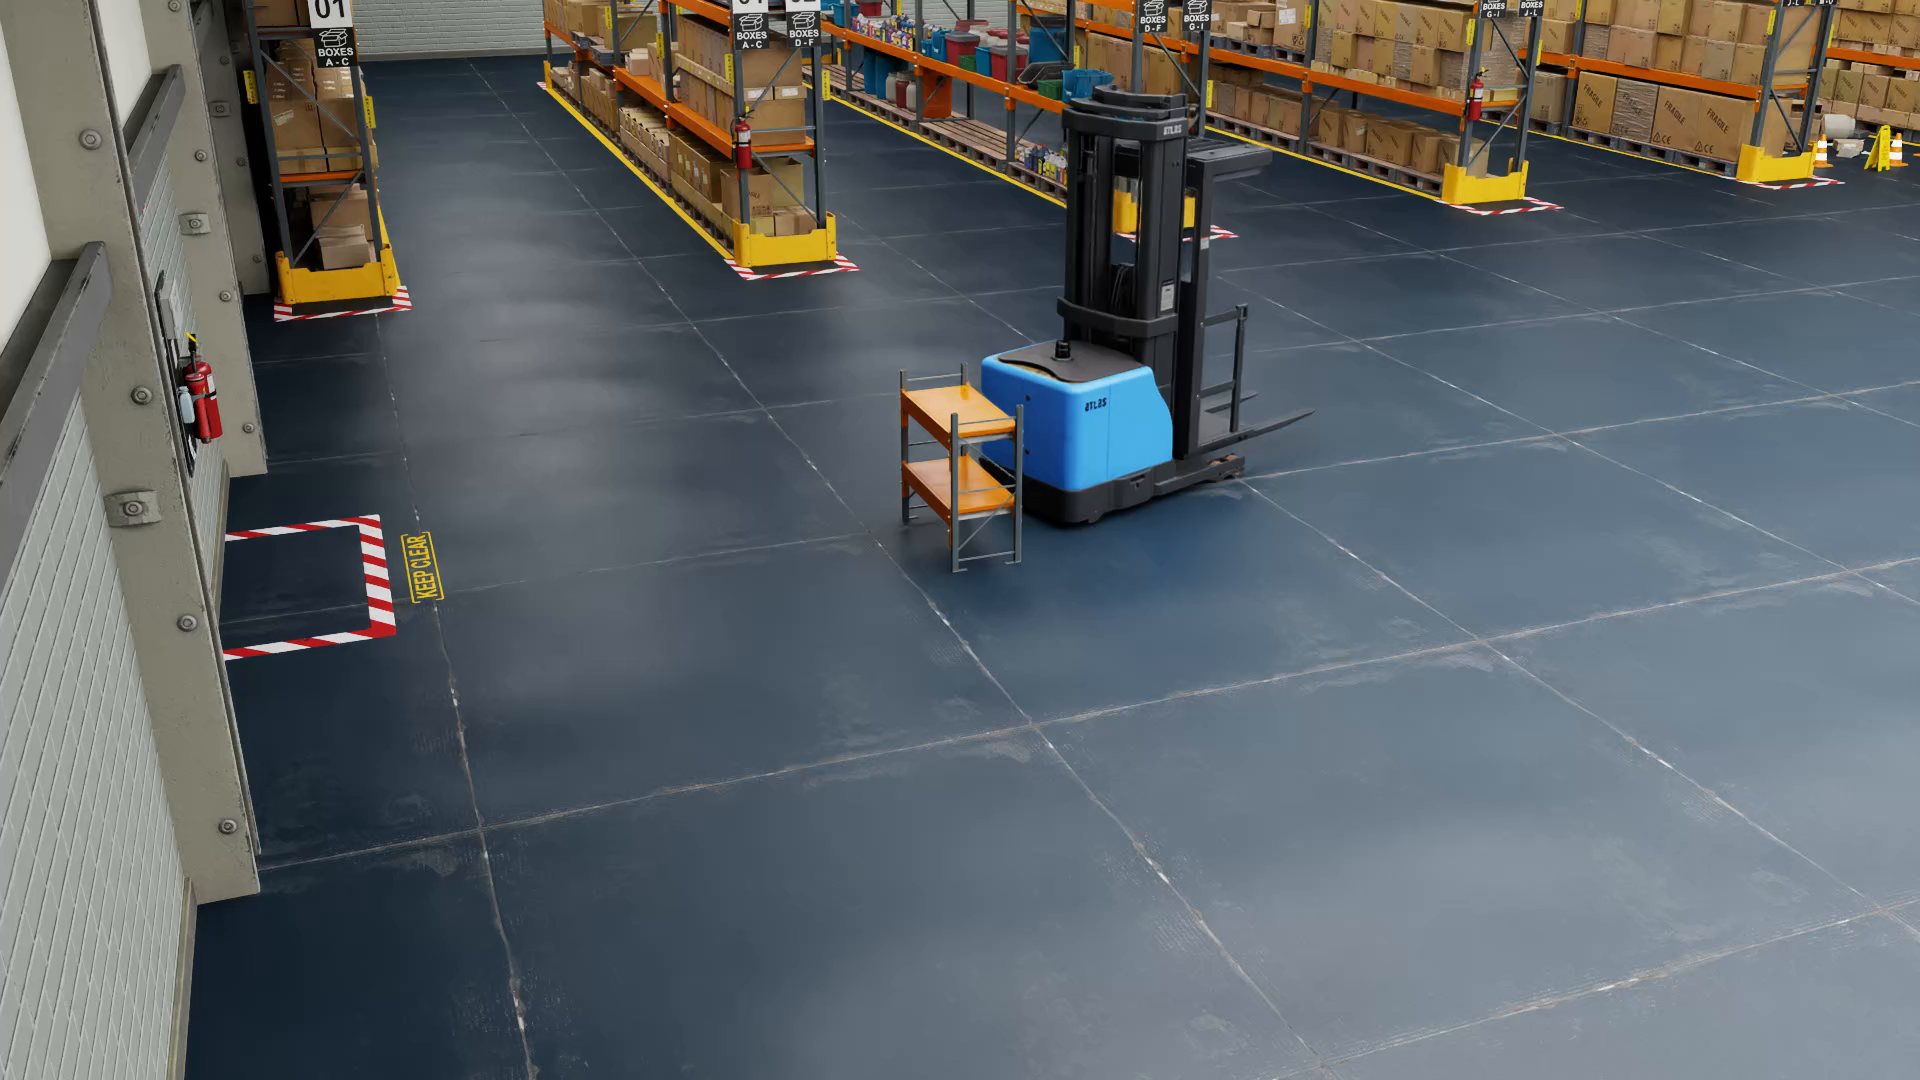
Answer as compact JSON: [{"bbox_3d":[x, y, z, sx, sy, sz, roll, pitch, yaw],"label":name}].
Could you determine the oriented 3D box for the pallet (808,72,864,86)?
[{"bbox_3d":[-2.391,-9.141,33.165,1.003,0.211,1.213,-8,24,-19],"label":"pallet"}]

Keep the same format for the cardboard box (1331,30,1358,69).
[{"bbox_3d":[6.044,-7.317,24.737,0.875,0.500,0.500,-8,24,-19],"label":"cardboard box"}]

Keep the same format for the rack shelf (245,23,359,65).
[{"bbox_3d":[-7.396,-5.778,18.660,1.077,0.370,4.000,-8,24,-19],"label":"rack shelf"}]

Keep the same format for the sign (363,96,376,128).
[{"bbox_3d":[-6.182,-4.474,17.387,0.100,0.325,0.005,-8,24,-19],"label":"sign"}]

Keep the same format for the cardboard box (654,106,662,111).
[{"bbox_3d":[-4.467,-6.616,25.863,0.500,0.311,0.500,-8,24,-18],"label":"cardboard box"}]

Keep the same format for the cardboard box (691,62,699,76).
[{"bbox_3d":[-3.194,-5.984,21.122,0.380,0.149,0.250,-9,25,-21],"label":"cardboard box"}]

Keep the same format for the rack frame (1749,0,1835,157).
[{"bbox_3d":[11.888,-6.683,23.744,1.000,3.000,0.127,-8,24,-19],"label":"rack frame"}]

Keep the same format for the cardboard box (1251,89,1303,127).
[{"bbox_3d":[5.254,-7.148,27.500,0.700,0.500,0.500,-11,25,-24],"label":"cardboard box"}]

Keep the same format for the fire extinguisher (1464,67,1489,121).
[{"bbox_3d":[6.822,-5.899,21.982,0.296,0.674,0.183,-8,24,-19],"label":"fire extinguisher"}]

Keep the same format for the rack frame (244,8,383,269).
[{"bbox_3d":[-6.689,-4.000,17.379,1.000,3.000,0.127,-8,24,-19],"label":"rack frame"}]

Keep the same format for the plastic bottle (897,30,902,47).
[{"bbox_3d":[-1.032,-8.565,28.375,0.097,0.271,0.097,0,23,0],"label":"plastic bottle"}]

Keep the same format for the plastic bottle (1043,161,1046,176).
[{"bbox_3d":[1.208,-5.201,23.265,0.097,0.201,0.097,0,23,0],"label":"plastic bottle"}]

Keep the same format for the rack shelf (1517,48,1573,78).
[{"bbox_3d":[9.769,-8.531,29.056,1.077,0.370,4.000,-8,24,-19],"label":"rack shelf"}]

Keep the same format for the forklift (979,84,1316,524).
[{"bbox_3d":[1.582,-1.929,12.553,3.031,2.935,1.130,-19,29,-37],"label":"forklift"}]

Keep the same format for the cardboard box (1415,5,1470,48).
[{"bbox_3d":[6.605,-7.030,22.768,0.500,0.500,0.500,-8,24,-19],"label":"cardboard box"}]

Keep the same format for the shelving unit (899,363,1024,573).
[{"bbox_3d":[-0.002,-0.521,11.537,0.538,1.125,1.048,-8,24,-19],"label":"shelving unit"}]

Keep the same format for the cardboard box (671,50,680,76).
[{"bbox_3d":[-3.912,-6.653,23.545,0.500,0.500,0.500,-7,24,-15],"label":"cardboard box"}]

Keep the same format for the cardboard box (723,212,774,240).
[{"bbox_3d":[-2.522,-3.762,19.813,0.500,0.250,0.500,-8,24,-19],"label":"cardboard box"}]

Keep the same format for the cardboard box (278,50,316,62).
[{"bbox_3d":[-8.441,-6.096,21.656,0.700,0.500,0.500,-6,24,-14],"label":"cardboard box"}]

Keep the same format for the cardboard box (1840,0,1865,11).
[{"bbox_3d":[15.183,-9.118,27.722,0.700,0.500,0.500,-8,24,-19],"label":"cardboard box"}]

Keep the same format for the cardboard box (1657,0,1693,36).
[{"bbox_3d":[11.133,-7.974,25.223,0.875,0.550,0.500,-8,24,-19],"label":"cardboard box"}]

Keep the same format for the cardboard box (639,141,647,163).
[{"bbox_3d":[-4.424,-5.727,24.475,0.500,0.250,0.500,-8,24,-18],"label":"cardboard box"}]

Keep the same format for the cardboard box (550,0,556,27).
[{"bbox_3d":[-7.437,-9.974,31.423,0.500,0.500,0.500,-8,24,-19],"label":"cardboard box"}]

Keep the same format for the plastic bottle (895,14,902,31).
[{"bbox_3d":[-1.099,-9.321,30.066,0.144,0.351,0.185,-8,24,-19],"label":"plastic bottle"}]

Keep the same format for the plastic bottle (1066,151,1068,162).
[{"bbox_3d":[1.601,-5.467,23.799,0.152,0.276,0.135,-8,24,-19],"label":"plastic bottle"}]

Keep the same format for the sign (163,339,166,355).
[{"bbox_3d":[-4.683,-1.101,9.772,0.001,0.109,0.331,-8,24,-19],"label":"sign"}]

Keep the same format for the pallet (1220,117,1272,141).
[{"bbox_3d":[5.088,-6.934,27.930,1.003,0.211,1.213,-8,24,-19],"label":"pallet"}]

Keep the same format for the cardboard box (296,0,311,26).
[{"bbox_3d":[-6.574,-5.594,17.143,0.500,0.500,0.500,-8,24,-18],"label":"cardboard box"}]

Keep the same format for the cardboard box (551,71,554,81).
[{"bbox_3d":[-7.794,-9.102,32.564,0.380,0.166,0.250,-8,24,-19],"label":"cardboard box"}]

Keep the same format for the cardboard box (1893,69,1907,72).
[{"bbox_3d":[15.712,-7.761,28.337,0.500,0.500,0.500,-8,24,-18],"label":"cardboard box"}]

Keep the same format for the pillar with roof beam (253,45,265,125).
[{"bbox_3d":[-7.958,-11.851,28.282,9.100,9.000,0.400,-8,24,-19],"label":"pillar with roof beam"}]

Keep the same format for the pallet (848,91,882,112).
[{"bbox_3d":[-1.427,-8.149,30.812,1.003,0.211,1.213,-8,24,-19],"label":"pallet"}]

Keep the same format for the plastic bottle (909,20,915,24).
[{"bbox_3d":[-0.864,-9.199,29.873,0.152,0.276,0.135,-8,24,-19],"label":"plastic bottle"}]

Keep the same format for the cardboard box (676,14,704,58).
[{"bbox_3d":[-3.307,-6.618,21.791,0.700,0.500,0.500,-8,24,-19],"label":"cardboard box"}]

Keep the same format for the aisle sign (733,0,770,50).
[{"bbox_3d":[-2.308,-5.815,18.337,0.394,0.787,0.004,-8,24,-19],"label":"aisle sign"}]

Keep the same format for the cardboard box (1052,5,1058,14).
[{"bbox_3d":[2.105,-10.816,33.874,0.380,0.149,0.250,-9,24,-20],"label":"cardboard box"}]

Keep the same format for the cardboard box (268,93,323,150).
[{"bbox_3d":[-7.055,-4.428,17.595,0.500,0.500,0.500,-9,24,-20],"label":"cardboard box"}]

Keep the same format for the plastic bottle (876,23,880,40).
[{"bbox_3d":[-1.429,-8.973,29.344,0.097,0.271,0.097,0,23,0],"label":"plastic bottle"}]

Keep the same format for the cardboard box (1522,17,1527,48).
[{"bbox_3d":[9.684,-8.702,28.407,0.500,0.500,0.500,-8,24,-18],"label":"cardboard box"}]

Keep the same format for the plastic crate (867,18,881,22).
[{"bbox_3d":[-1.691,-9.815,31.436,0.396,0.136,0.243,-8,24,-19],"label":"plastic crate"}]

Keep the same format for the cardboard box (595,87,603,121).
[{"bbox_3d":[-5.806,-7.324,27.918,0.500,0.500,0.500,-9,25,-21],"label":"cardboard box"}]

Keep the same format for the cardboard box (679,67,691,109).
[{"bbox_3d":[-3.307,-6.020,22.043,0.700,0.500,0.500,-9,24,-20],"label":"cardboard box"}]

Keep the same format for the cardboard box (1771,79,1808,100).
[{"bbox_3d":[14.883,-8.025,29.771,0.950,0.372,0.625,-8,24,-18],"label":"cardboard box"}]

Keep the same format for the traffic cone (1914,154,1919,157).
[{"bbox_3d":[15.125,-6.209,25.886,0.336,0.463,0.334,-8,24,-19],"label":"traffic cone"}]

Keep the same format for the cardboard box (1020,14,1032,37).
[{"bbox_3d":[1.861,-10.846,35.815,0.875,0.875,0.875,-8,24,-19],"label":"cardboard box"}]

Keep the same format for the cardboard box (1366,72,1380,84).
[{"bbox_3d":[6.136,-6.714,24.141,0.380,0.149,0.250,-8,24,-19],"label":"cardboard box"}]

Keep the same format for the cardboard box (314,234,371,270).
[{"bbox_3d":[-6.850,-3.228,18.441,0.500,0.311,0.500,-11,25,-25],"label":"cardboard box"}]

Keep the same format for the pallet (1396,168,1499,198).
[{"bbox_3d":[6.932,-5.082,23.535,1.003,0.211,1.213,-8,24,-19],"label":"pallet"}]

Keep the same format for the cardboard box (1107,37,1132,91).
[{"bbox_3d":[3.535,-9.059,31.577,1.225,0.875,0.875,-9,25,-21],"label":"cardboard box"}]

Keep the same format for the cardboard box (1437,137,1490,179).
[{"bbox_3d":[7.008,-5.310,23.164,0.500,0.500,0.500,-4,23,-9],"label":"cardboard box"}]

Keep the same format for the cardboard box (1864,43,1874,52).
[{"bbox_3d":[15.320,-8.214,27.699,0.380,0.149,0.250,-8,24,-19],"label":"cardboard box"}]

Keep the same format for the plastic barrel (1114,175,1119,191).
[{"bbox_3d":[2.098,-4.817,21.980,0.421,0.512,0.421,0,23,0],"label":"plastic barrel"}]

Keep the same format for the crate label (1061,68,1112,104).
[{"bbox_3d":[1.676,-6.007,22.096,0.502,0.435,0.616,-8,24,-19],"label":"crate label"}]

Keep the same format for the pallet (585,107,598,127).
[{"bbox_3d":[-5.973,-7.466,29.192,1.003,0.211,1.213,-8,24,-19],"label":"pallet"}]
